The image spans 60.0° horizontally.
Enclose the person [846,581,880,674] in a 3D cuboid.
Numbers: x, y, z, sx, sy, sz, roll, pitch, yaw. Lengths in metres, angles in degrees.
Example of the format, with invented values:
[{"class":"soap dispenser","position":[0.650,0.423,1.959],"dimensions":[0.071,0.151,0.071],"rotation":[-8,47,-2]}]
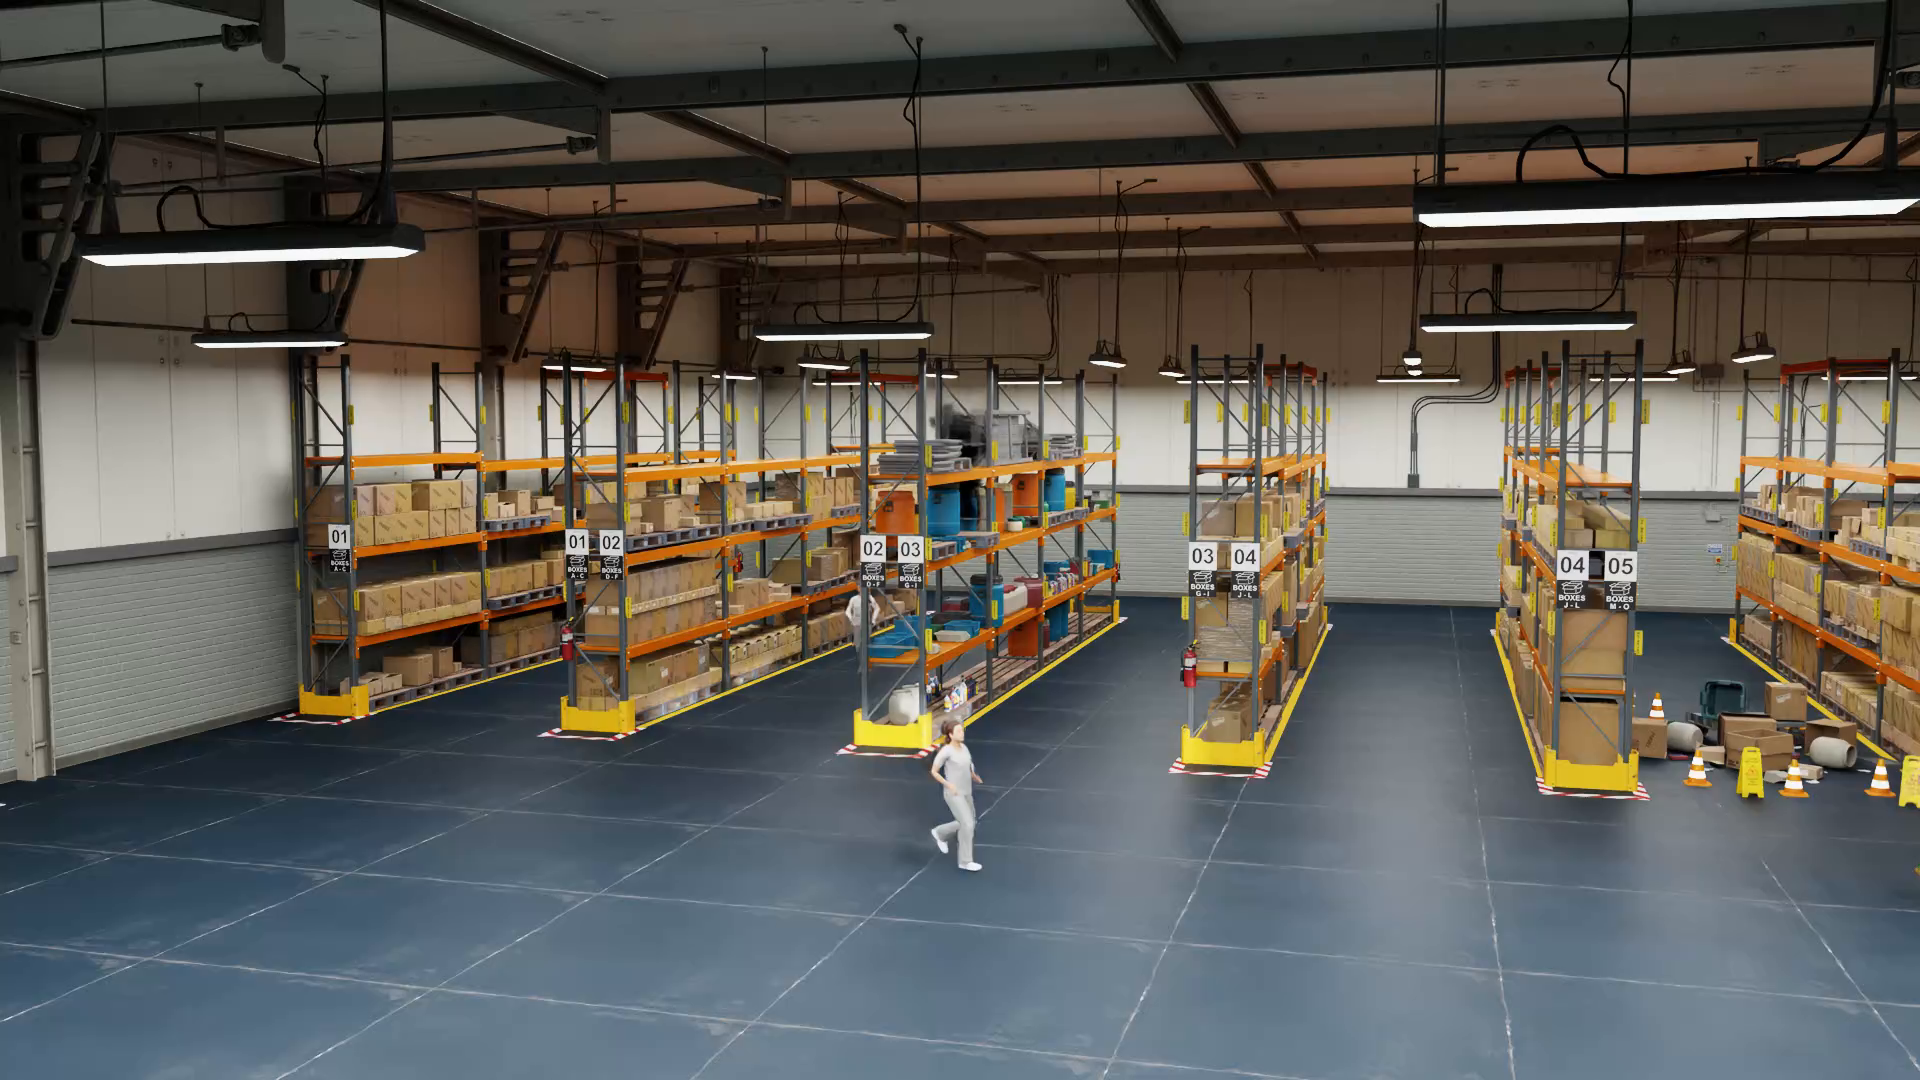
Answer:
[{"class":"person","position":[-1.792,1.585,30.488],"dimensions":[0.618,1.677,0.808],"rotation":[0,4,4]}]

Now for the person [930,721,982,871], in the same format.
[{"class":"person","position":[-0.063,2.807,18.404],"dimensions":[0.752,1.628,0.571],"rotation":[4,6,40]}]
